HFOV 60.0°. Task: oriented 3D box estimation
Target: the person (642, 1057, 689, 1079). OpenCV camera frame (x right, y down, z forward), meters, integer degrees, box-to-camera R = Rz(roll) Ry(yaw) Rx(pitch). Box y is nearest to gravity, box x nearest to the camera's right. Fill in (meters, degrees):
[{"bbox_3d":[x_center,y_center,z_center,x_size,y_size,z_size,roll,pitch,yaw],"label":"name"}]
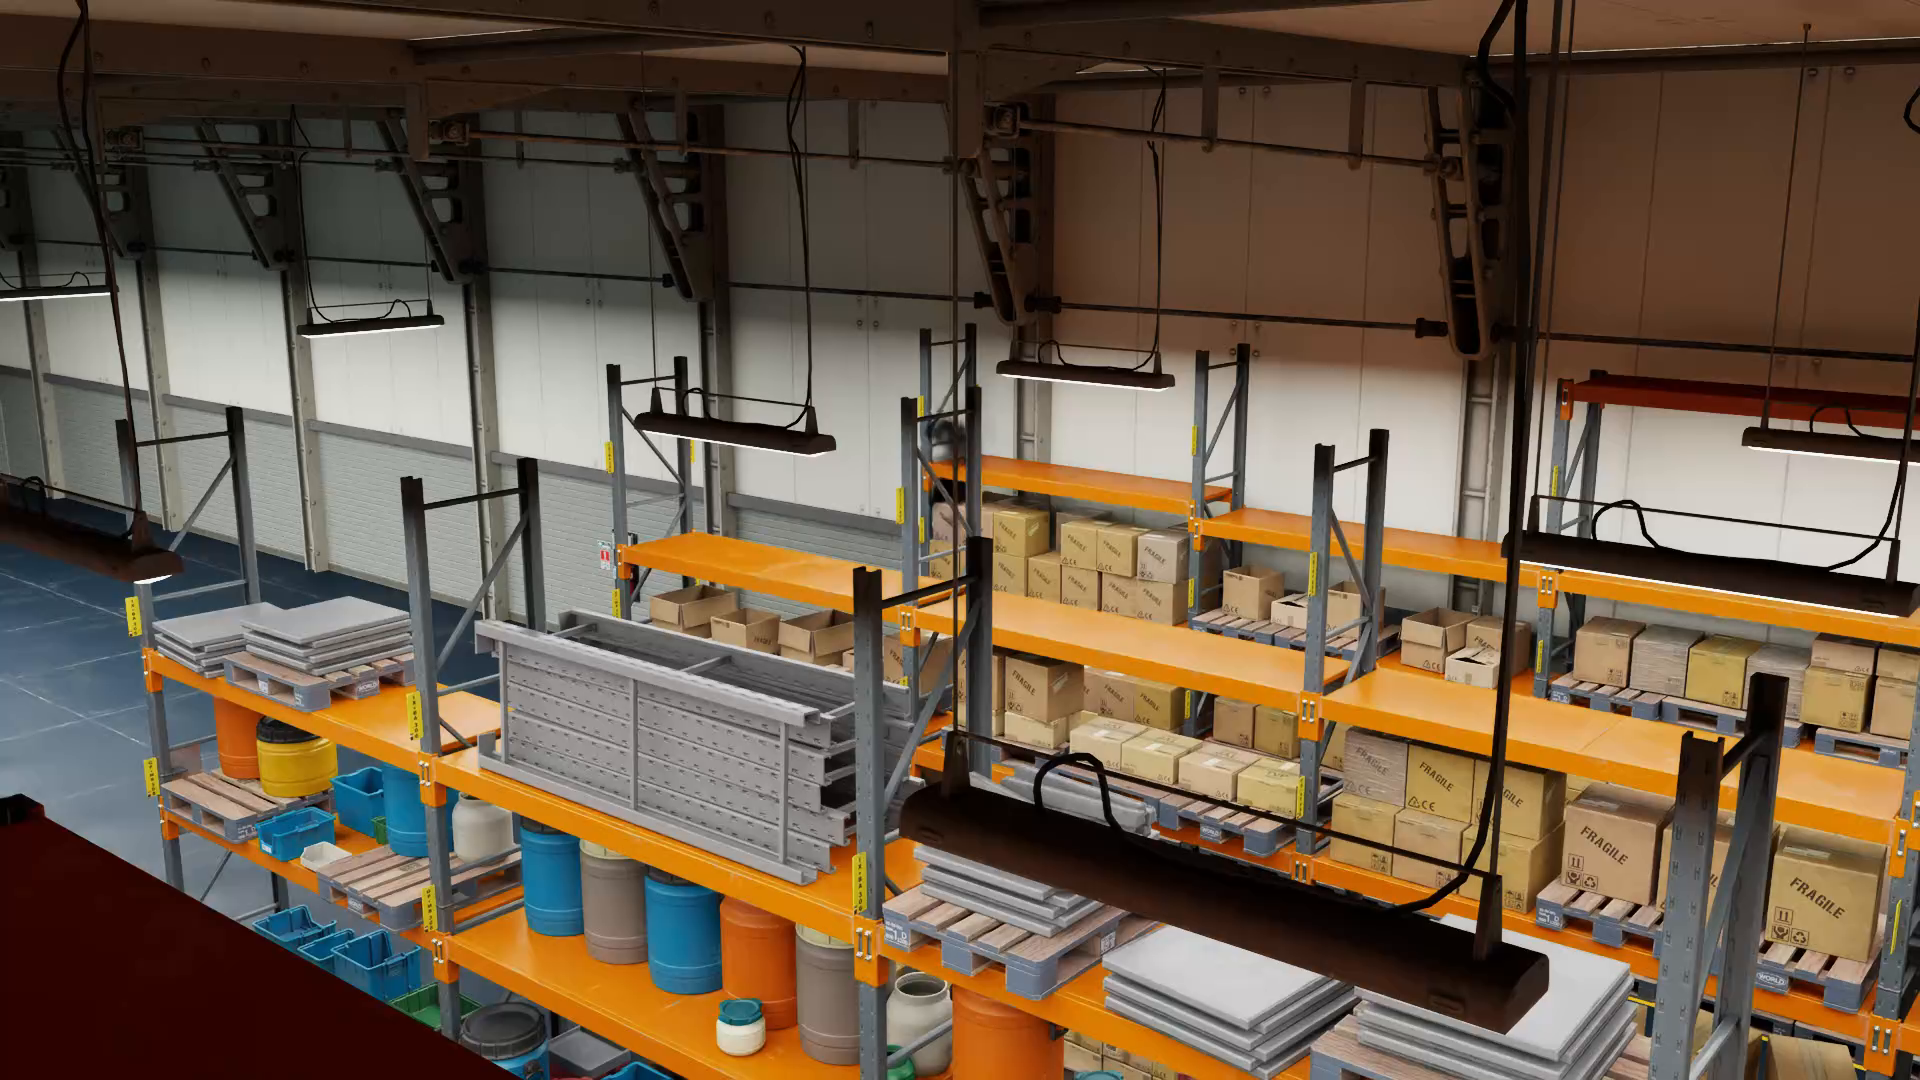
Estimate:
[{"bbox_3d":[-2.336,4.237,13.521,0.840,1.767,0.635,10,16,37],"label":"person"}]
